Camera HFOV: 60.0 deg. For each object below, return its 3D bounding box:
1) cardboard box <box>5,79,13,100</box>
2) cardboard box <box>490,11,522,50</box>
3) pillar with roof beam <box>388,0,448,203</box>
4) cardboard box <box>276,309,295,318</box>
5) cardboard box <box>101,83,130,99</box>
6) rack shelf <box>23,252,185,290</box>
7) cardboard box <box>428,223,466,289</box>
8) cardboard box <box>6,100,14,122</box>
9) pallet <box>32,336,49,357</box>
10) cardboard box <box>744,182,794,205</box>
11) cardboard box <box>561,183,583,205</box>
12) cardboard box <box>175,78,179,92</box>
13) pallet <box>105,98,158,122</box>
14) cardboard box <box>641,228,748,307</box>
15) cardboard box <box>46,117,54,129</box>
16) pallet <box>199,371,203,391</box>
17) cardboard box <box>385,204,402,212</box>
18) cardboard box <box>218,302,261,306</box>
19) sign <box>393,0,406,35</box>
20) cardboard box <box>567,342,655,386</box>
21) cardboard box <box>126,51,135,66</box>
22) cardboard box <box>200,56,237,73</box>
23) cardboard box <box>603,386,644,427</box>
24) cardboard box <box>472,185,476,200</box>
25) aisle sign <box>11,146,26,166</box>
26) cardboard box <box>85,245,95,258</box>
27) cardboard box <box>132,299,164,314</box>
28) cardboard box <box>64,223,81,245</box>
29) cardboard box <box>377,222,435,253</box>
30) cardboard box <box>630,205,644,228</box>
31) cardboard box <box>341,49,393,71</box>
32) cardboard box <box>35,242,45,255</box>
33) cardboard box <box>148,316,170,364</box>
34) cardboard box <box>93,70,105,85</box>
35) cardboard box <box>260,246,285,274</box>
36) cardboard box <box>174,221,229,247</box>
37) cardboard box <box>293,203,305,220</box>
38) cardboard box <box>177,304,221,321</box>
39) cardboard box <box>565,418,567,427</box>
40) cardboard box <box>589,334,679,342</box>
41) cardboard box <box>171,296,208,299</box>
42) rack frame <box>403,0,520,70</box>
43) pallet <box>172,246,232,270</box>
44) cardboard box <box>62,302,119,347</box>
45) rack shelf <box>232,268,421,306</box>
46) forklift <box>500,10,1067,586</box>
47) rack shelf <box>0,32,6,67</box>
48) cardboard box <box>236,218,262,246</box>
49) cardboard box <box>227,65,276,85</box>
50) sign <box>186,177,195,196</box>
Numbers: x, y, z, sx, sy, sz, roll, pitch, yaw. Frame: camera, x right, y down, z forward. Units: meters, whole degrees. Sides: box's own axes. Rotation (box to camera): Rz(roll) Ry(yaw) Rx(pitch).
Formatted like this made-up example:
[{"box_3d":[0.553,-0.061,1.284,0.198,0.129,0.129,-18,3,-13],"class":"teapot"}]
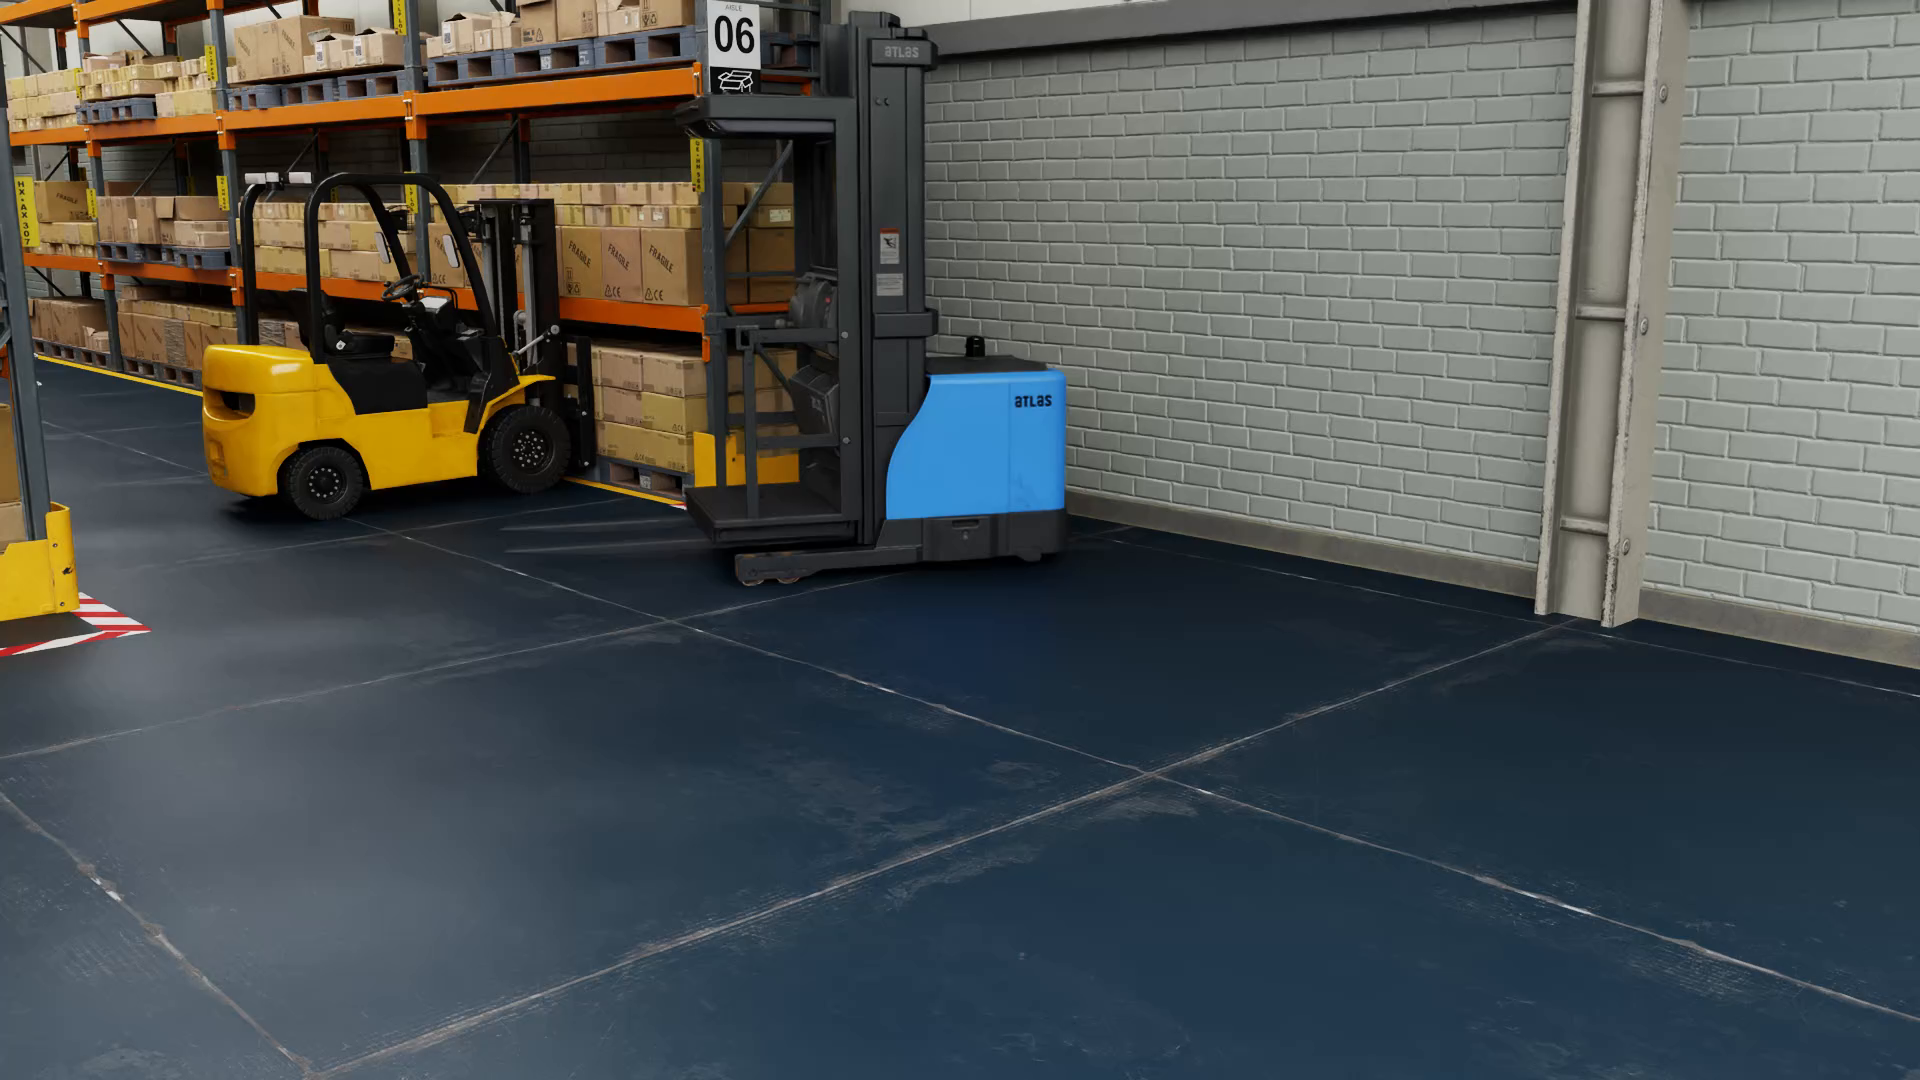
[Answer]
[{"box_3d":[-11.836,-5.696,21.088,0.500,0.250,0.500,-11,16,-43],"class":"cardboard box"},{"box_3d":[-3.206,-3.734,12.214,0.258,0.266,0.396,11,16,44],"class":"cardboard box"},{"box_3d":[-8.335,-5.193,12.815,9.100,9.000,0.400,-11,16,-43],"class":"pillar with roof beam"},{"box_3d":[-6.908,-2.338,17.371,0.380,0.149,0.250,-10,15,-40],"class":"cardboard box"},{"box_3d":[-9.105,-4.890,18.112,0.380,0.149,0.250,-11,16,-42],"class":"cardboard box"},{"box_3d":[-10.917,-3.442,20.969,1.077,0.370,4.000,-11,16,-43],"class":"rack shelf"},{"box_3d":[-3.894,-2.283,13.311,0.500,0.500,0.500,11,16,44],"class":"cardboard box"},{"box_3d":[-11.824,-5.454,21.150,0.500,0.250,0.500,-10,16,-41],"class":"cardboard box"},{"box_3d":[-11.695,-2.593,21.976,1.003,0.211,1.213,-11,16,-43],"class":"pallet"},{"box_3d":[-1.326,-2.343,11.256,0.380,0.149,0.250,-11,16,-44],"class":"cardboard box"},{"box_3d":[-2.603,-2.459,11.821,0.380,0.149,0.250,-10,16,-41],"class":"cardboard box"},{"box_3d":[-7.860,-4.684,17.164,0.380,0.149,0.250,-11,16,-42],"class":"cardboard box"},{"box_3d":[-8.418,-4.624,17.954,1.213,0.211,1.003,-11,16,-43],"class":"pallet"},{"box_3d":[-1.779,-1.836,11.140,0.500,0.500,0.500,-11,16,-44],"class":"cardboard box"},{"box_3d":[-10.852,-5.052,20.189,0.380,0.149,0.250,-11,16,-42],"class":"cardboard box"},{"box_3d":[-7.262,-1.667,17.482,1.003,0.211,1.213,-11,16,-43],"class":"pallet"},{"box_3d":[-4.599,-2.756,13.999,0.380,0.149,0.250,-11,16,-43],"class":"cardboard box"},{"box_3d":[-7.996,-2.564,18.470,0.250,0.149,0.380,11,16,43],"class":"cardboard box"},{"box_3d":[-4.397,-4.135,13.052,0.100,0.325,0.005,-11,16,-43],"class":"sign"},{"box_3d":[-2.505,-1.270,11.937,0.500,0.250,0.500,-11,16,-42],"class":"cardboard box"},{"box_3d":[-9.275,-5.417,18.907,0.396,0.266,0.258,-11,16,-43],"class":"cardboard box"},{"box_3d":[-7.225,-4.665,16.332,0.380,0.149,0.250,-10,15,-41],"class":"cardboard box"},{"box_3d":[-2.150,-0.957,11.659,0.500,0.250,0.500,-11,16,-43],"class":"cardboard box"},{"box_3d":[-3.577,-2.698,12.982,0.380,0.149,0.250,-11,16,-44],"class":"cardboard box"},{"box_3d":[-12.558,-5.329,21.900,0.394,0.787,0.004,-11,16,-43],"class":"aisle sign"},{"box_3d":[-10.134,-3.426,19.730,0.380,0.149,0.250,-10,16,-41],"class":"cardboard box"},{"box_3d":[-9.233,-2.683,19.046,0.250,0.149,0.380,11,16,44],"class":"cardboard box"},{"box_3d":[-10.421,-3.686,20.005,0.500,0.250,0.500,-11,16,-42],"class":"cardboard box"},{"box_3d":[-4.535,-2.543,13.952,0.500,0.250,0.500,-11,16,-44],"class":"cardboard box"},{"box_3d":[-2.024,-2.209,11.346,0.380,0.149,0.250,-11,16,-42],"class":"cardboard box"},{"box_3d":[-4.990,-4.054,14.056,0.380,0.149,0.250,-11,16,-43],"class":"cardboard box"},{"box_3d":[-11.416,-3.682,20.974,0.250,0.149,0.380,11,16,44],"class":"cardboard box"},{"box_3d":[-8.648,-2.232,18.467,0.500,0.500,0.500,11,16,43],"class":"cardboard box"},{"box_3d":[-9.267,-5.073,18.262,0.380,0.149,0.250,-11,16,-44],"class":"cardboard box"},{"box_3d":[-6.300,-2.673,15.822,0.500,0.250,0.500,-11,16,-44],"class":"cardboard box"},{"box_3d":[-7.736,-3.160,17.147,0.500,0.250,0.500,11,16,42],"class":"cardboard box"},{"box_3d":[-5.868,-3.011,15.238,0.380,0.149,0.250,-10,16,-41],"class":"cardboard box"},{"box_3d":[-8.193,-2.452,17.927,0.250,0.149,0.380,11,16,42],"class":"cardboard box"},{"box_3d":[-2.852,-0.856,12.405,0.500,0.250,0.500,-10,15,-41],"class":"cardboard box"},{"box_3d":[-2.478,-1.419,12.662,0.500,0.250,0.500,-11,16,-44],"class":"cardboard box"},{"box_3d":[-9.073,-2.788,19.558,0.250,0.149,0.380,11,16,43],"class":"cardboard box"},{"box_3d":[-4.011,-5.273,13.207,1.000,3.000,0.127,-11,16,-43],"class":"rack frame"},{"box_3d":[-7.292,-2.914,17.098,1.213,0.211,1.003,-11,16,-43],"class":"pallet"},{"box_3d":[-10.665,-2.684,20.658,0.500,0.500,0.700,11,16,43],"class":"cardboard box"},{"box_3d":[-5.392,-2.275,15.302,1.077,0.370,4.000,-11,16,-43],"class":"rack shelf"},{"box_3d":[-0.979,-1.311,9.009,3.031,2.935,1.130,-4,12,-17],"class":"forklift"},{"box_3d":[-6.218,-2.468,8.806,1.077,0.370,4.000,-11,16,-43],"class":"rack shelf"},{"box_3d":[-6.662,-2.988,16.114,0.500,0.250,0.500,-11,16,-43],"class":"cardboard box"},{"box_3d":[-6.752,-4.435,15.862,0.380,0.166,0.250,-11,16,-43],"class":"cardboard box"},{"box_3d":[-9.137,-4.148,19.741,0.100,0.325,0.005,-11,16,-43],"class":"sign"}]
